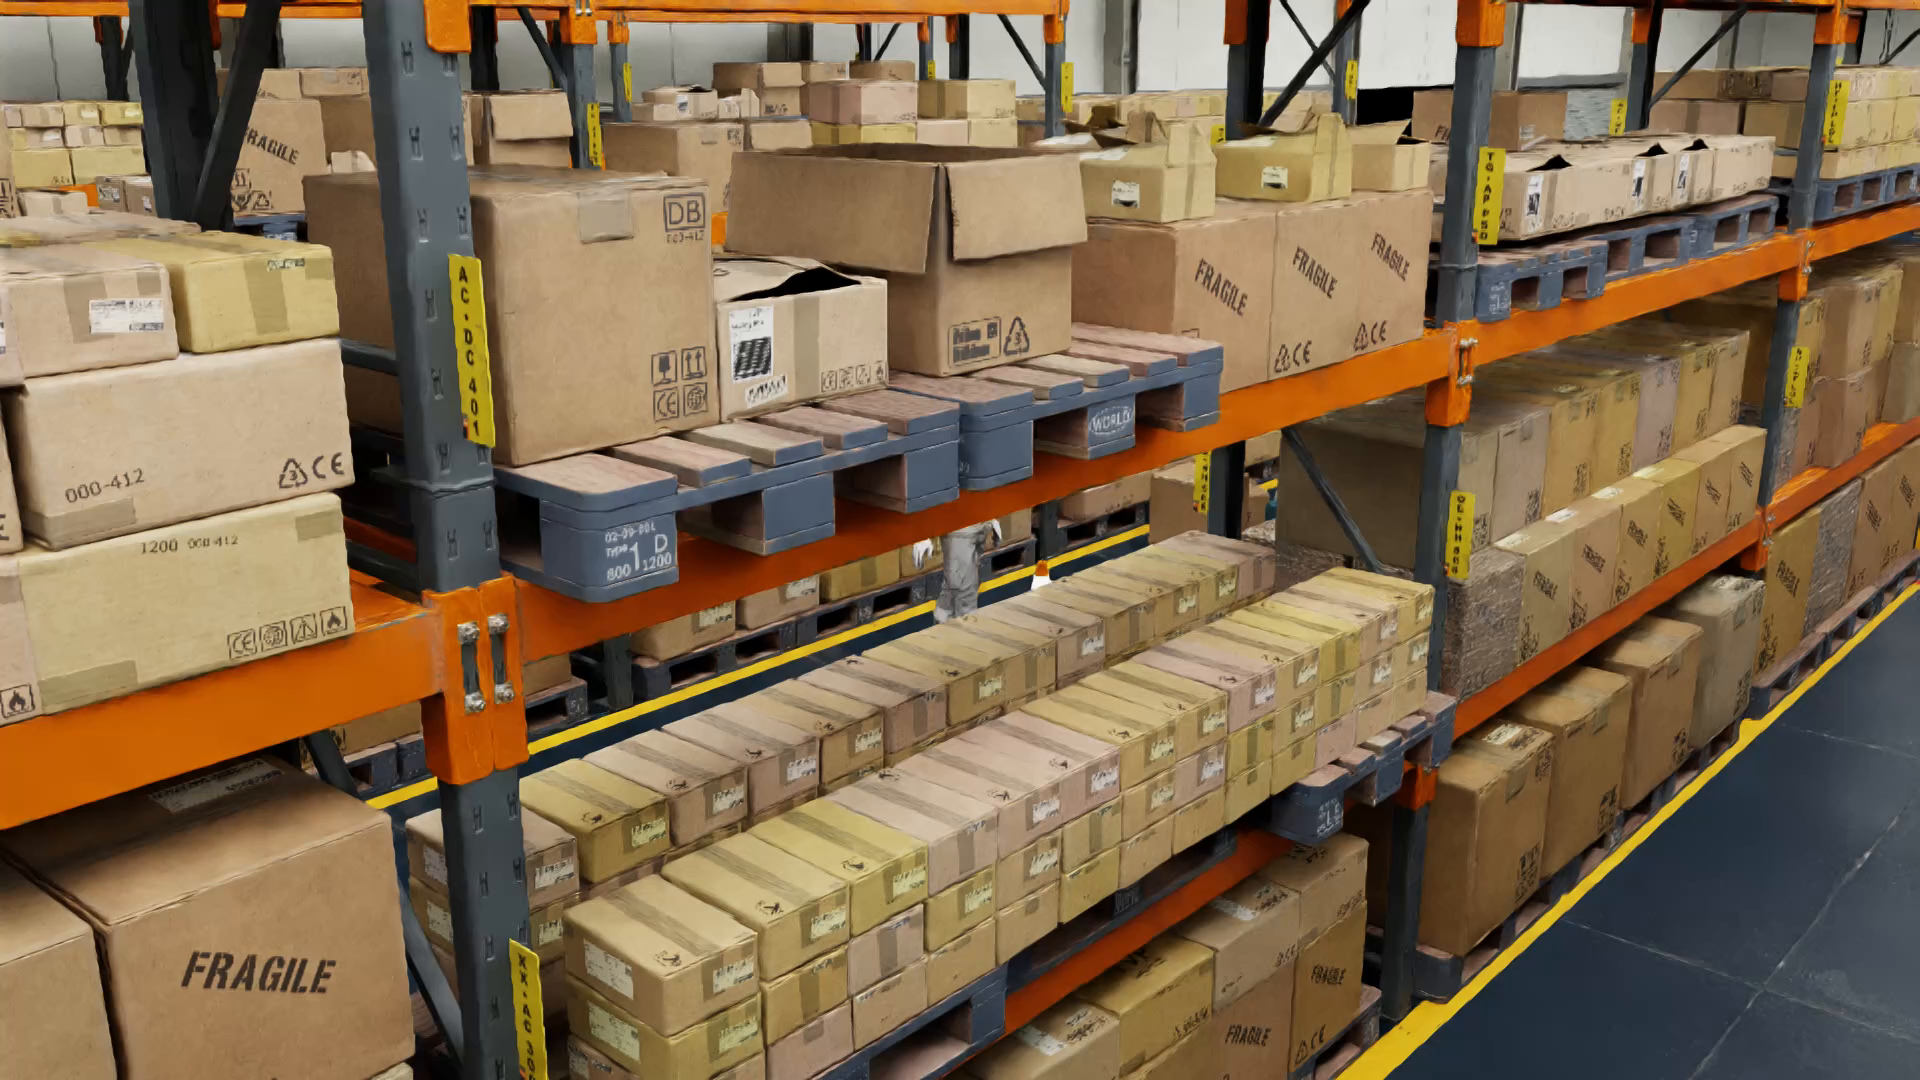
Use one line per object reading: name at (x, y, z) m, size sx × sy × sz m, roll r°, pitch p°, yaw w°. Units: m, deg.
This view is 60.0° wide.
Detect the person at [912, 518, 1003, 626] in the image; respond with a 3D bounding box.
person at (0.032, -0.021, 10.041) m, size 0.667 × 1.786 × 0.790 m, roll 10°, pitch 20°, yaw 31°
